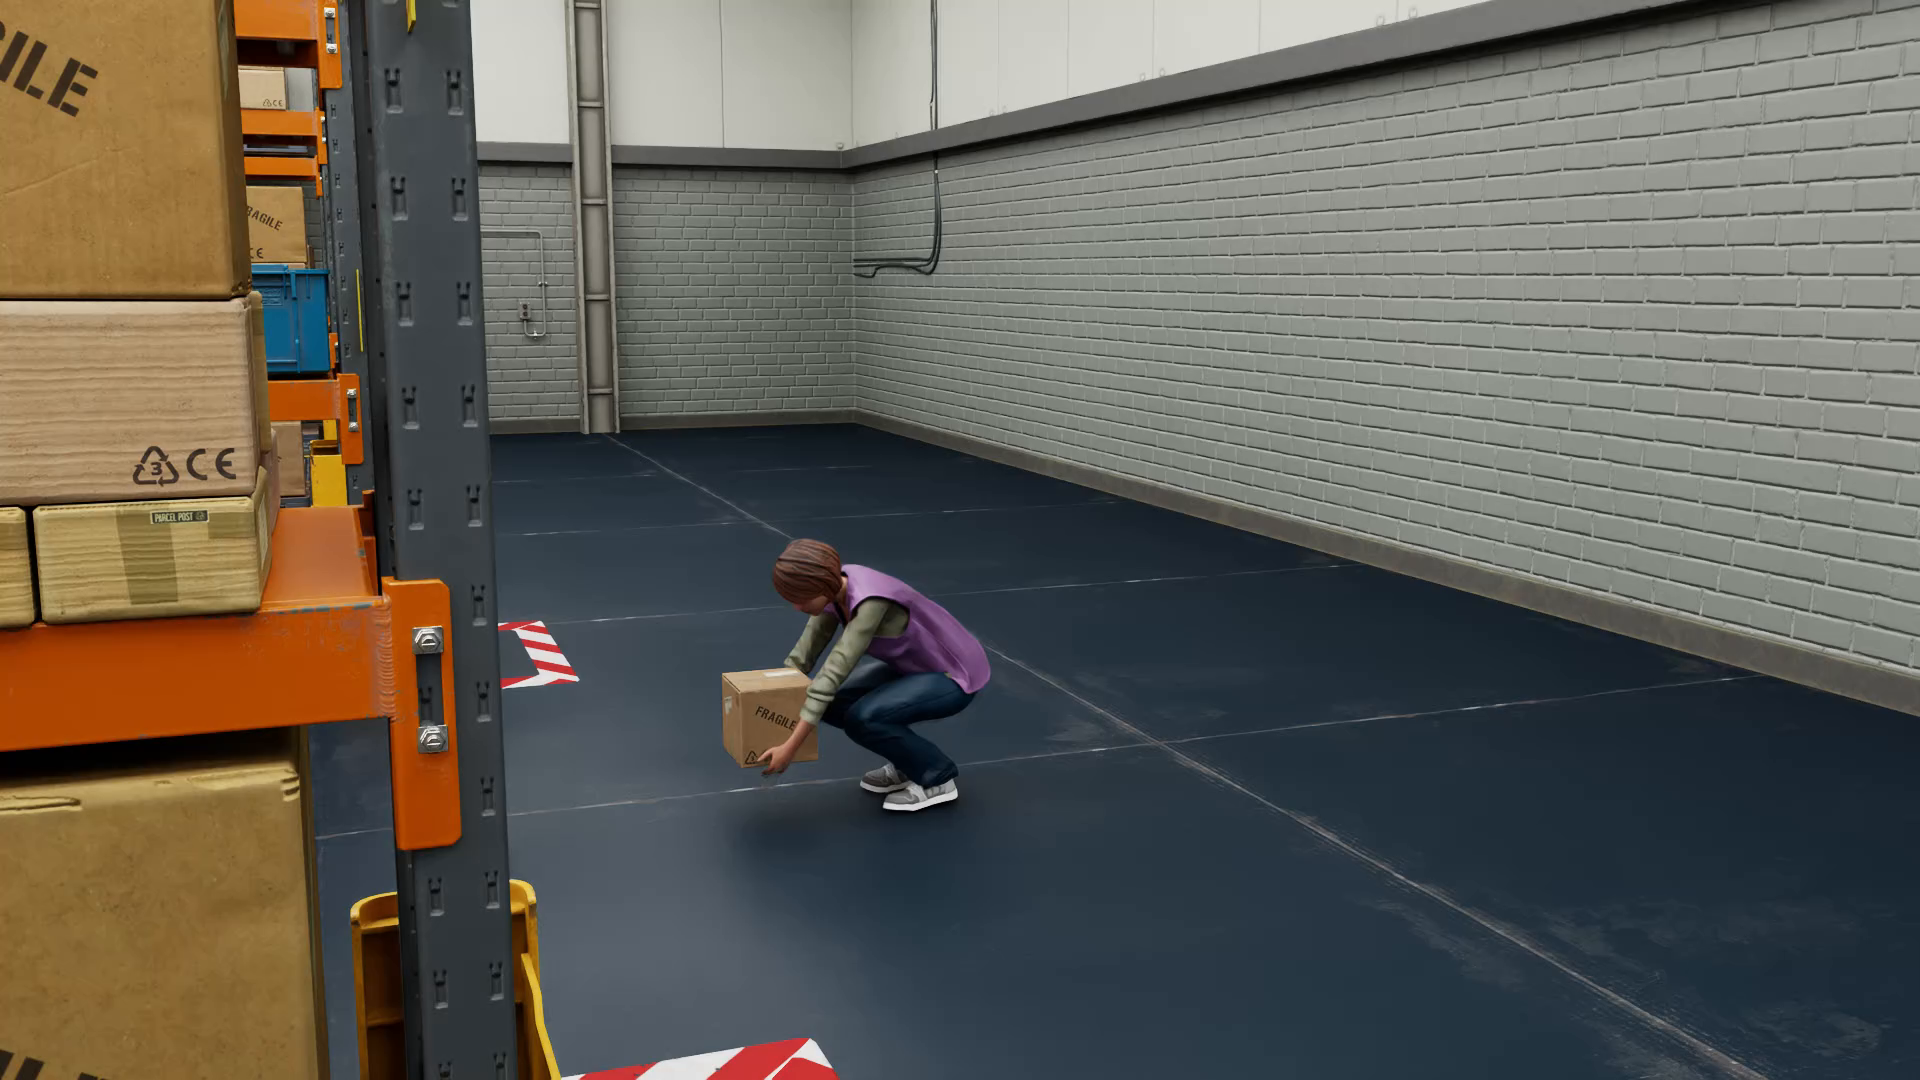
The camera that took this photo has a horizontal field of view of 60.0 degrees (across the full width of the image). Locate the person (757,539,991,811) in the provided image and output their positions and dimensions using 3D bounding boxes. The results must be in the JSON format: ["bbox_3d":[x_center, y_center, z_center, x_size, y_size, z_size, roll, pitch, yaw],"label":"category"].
[{"bbox_3d":[-0.297,0.428,5.444,0.832,0.907,0.424,-4,10,-22],"label":"person"}]
